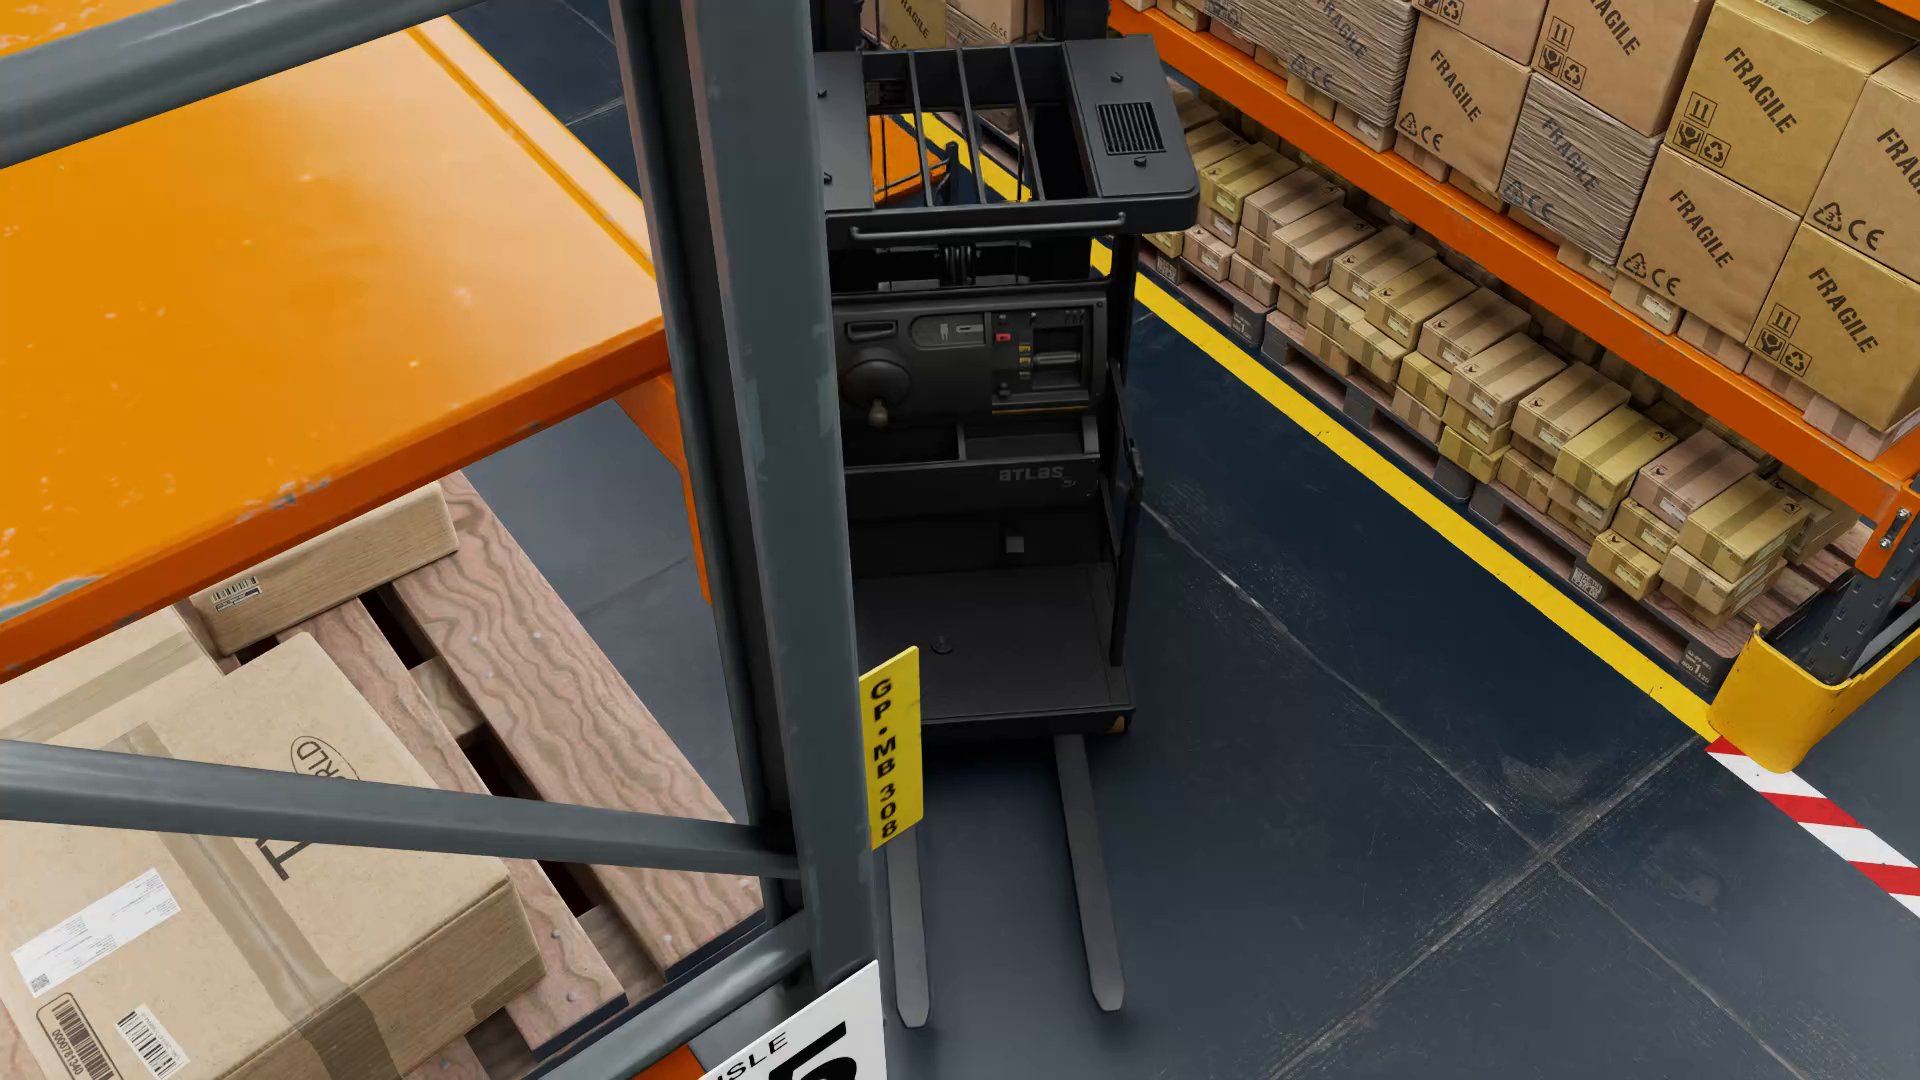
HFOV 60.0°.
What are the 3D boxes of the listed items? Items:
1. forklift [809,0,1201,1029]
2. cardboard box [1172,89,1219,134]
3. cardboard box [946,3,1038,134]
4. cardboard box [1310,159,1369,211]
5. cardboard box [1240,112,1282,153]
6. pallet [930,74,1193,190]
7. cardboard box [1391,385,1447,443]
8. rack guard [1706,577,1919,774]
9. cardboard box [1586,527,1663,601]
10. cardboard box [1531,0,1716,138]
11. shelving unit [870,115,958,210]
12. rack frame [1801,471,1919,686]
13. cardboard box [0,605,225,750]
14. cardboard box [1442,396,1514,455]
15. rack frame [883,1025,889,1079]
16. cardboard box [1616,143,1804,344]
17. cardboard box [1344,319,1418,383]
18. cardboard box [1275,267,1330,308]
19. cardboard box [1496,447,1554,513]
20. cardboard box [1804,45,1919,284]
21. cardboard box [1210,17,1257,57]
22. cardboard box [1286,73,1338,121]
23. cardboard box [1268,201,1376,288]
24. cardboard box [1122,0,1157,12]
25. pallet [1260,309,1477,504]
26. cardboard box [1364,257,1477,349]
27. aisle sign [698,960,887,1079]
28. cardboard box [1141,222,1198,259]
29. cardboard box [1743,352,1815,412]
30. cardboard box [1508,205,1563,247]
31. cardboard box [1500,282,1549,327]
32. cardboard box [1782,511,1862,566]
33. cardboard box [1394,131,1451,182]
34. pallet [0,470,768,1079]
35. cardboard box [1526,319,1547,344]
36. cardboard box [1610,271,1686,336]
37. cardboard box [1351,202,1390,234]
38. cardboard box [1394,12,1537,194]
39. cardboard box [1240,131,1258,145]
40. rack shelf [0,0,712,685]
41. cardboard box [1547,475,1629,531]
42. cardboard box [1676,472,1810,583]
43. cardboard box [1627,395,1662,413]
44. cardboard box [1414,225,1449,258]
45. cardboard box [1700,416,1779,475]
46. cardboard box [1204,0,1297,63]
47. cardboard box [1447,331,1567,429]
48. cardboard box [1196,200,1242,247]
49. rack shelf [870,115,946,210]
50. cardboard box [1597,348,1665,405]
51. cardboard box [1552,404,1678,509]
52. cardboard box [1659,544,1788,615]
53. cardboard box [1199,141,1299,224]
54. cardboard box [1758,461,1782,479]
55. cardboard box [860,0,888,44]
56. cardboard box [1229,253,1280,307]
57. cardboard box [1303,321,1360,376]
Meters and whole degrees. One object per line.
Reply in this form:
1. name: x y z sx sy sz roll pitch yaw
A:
1. forklift: 0.031 -0.478 5.204 1.130 2.935 3.031 -4 48 -3
2. cardboard box: 0.970 -1.911 7.696 0.380 0.149 0.250 -27 53 -23
3. cardboard box: 0.278 -2.448 8.348 0.500 0.500 0.500 -30 55 -25
4. cardboard box: 1.787 -1.650 7.459 0.380 0.149 0.250 -28 54 -23
5. cardboard box: 1.535 -1.981 7.759 0.380 0.149 0.250 -29 54 -24
6. pallet: 0.454 -2.345 8.733 1.003 0.211 1.213 -29 54 -24
7. cardboard box: 2.022 -0.598 6.907 0.380 0.149 0.250 -28 54 -23
8. rack guard: 3.303 0.330 6.113 1.175 0.500 0.348 -29 54 -24
9. cardboard box: 2.627 0.028 6.339 0.380 0.149 0.250 -28 54 -23
10. cardboard box: 2.245 -1.694 5.317 0.500 0.500 0.500 -27 53 -22
11. shelving unit: -0.517 -1.424 7.280 0.538 1.125 1.048 -28 54 -23
12. rack frame: 3.349 -0.465 5.146 1.000 3.000 0.127 -29 54 -24
13. cardboard box: -1.191 0.281 2.263 0.380 0.149 0.250 -33 56 -27
14. cardboard box: 2.162 -0.537 6.651 0.380 0.149 0.250 -29 54 -23
15. rack frame: -0.530 1.815 3.079 1.000 3.000 0.127 -29 54 -24
16. cardboard box: 2.564 -1.054 5.412 0.500 0.500 0.500 -30 55 -25
17. cardboard box: 1.833 -0.846 6.931 0.380 0.149 0.250 -29 54 -24
18. cardboard box: 1.601 -1.180 7.234 0.380 0.149 0.250 -27 53 -22
19. cardboard box: 2.376 -0.306 6.642 0.380 0.149 0.250 -29 54 -24
20. cardboard box: 2.873 -1.093 4.772 0.500 0.500 0.500 -30 55 -25
21. cardboard box: 1.256 -2.173 6.863 0.380 0.149 0.250 -32 55 -25
22. cardboard box: 1.517 -1.832 6.554 0.380 0.149 0.250 -28 54 -23
23. cardboard box: 1.547 -1.265 7.110 0.380 0.149 0.250 -28 54 -23
24. cardboard box: 0.838 -2.425 7.093 0.380 0.149 0.250 -28 53 -23
25. pallet: 2.104 -0.787 7.320 1.003 0.211 1.213 -29 54 -24
26. cardboard box: 1.896 -0.978 6.850 0.380 0.149 0.250 -29 54 -24
27. aisle sign: -0.256 0.854 2.195 0.394 0.787 0.004 -29 54 -24
28. cardboard box: 1.052 -1.491 7.717 0.380 0.149 0.250 -28 54 -23
29. cardboard box: 2.805 -0.610 5.446 0.380 0.149 0.250 -29 54 -24
30. cardboard box: 2.216 -1.245 6.023 0.380 0.149 0.250 -32 55 -25
31. cardboard box: 2.489 -1.077 6.940 0.380 0.149 0.250 -29 54 -23
32. cardboard box: 3.286 -0.101 6.457 0.380 0.149 0.250 -28 54 -23
33. cardboard box: 1.873 -1.533 6.284 0.380 0.149 0.250 -27 53 -23
34. pallet: -0.987 0.405 2.393 1.003 0.211 1.213 -29 54 -24
35. cardboard box: 2.394 -0.919 6.998 0.380 0.149 0.250 -27 53 -22
36. cardboard box: 2.469 -0.891 5.701 0.380 0.149 0.250 -28 54 -23
37. cardboard box: 1.964 -1.426 7.457 0.380 0.149 0.250 -28 54 -23
38. cardboard box: 1.956 -1.647 5.949 0.500 0.500 0.500 -27 53 -22
39. cardboard box: 1.544 -1.910 7.896 0.380 0.149 0.250 -32 55 -26
40. rack shelf: -1.741 -1.003 2.340 1.077 0.370 4.000 -29 54 -24
41. cardboard box: 2.486 -0.237 6.379 0.380 0.149 0.250 -32 55 -25
42. cardboard box: 2.826 -0.047 6.006 0.380 0.149 0.250 -29 54 -24
43. cardboard box: 2.827 -0.664 6.766 0.380 0.149 0.250 -28 54 -23
44. cardboard box: 2.197 -1.378 7.213 0.380 0.149 0.250 -31 55 -25
45. cardboard box: 3.039 -0.418 6.343 0.380 0.149 0.250 -28 54 -23
46. cardboard box: 1.331 -2.263 6.508 0.500 0.500 0.500 -29 54 -24
47. cardboard box: 2.149 -0.631 6.536 0.380 0.149 0.250 -28 53 -23
48. cardboard box: 1.292 -1.513 7.536 0.380 0.149 0.250 -30 54 -24
49. rack shelf: -0.517 -1.621 7.064 0.538 0.278 1.000 -28 54 -23
50. cardboard box: 2.772 -0.733 6.628 0.380 0.149 0.250 -32 55 -26
51. cardboard box: 2.462 -0.317 6.250 0.380 0.149 0.250 -31 55 -25
52. cardboard box: 2.802 0.068 6.102 0.380 0.149 0.250 -31 55 -25
53. cardboard box: 1.282 -1.595 7.409 0.380 0.149 0.250 -30 54 -24
54. cardboard box: 3.115 -0.359 6.490 0.380 0.149 0.250 -30 54 -24
55. cardboard box: -0.340 -3.056 8.898 0.500 0.500 0.500 -31 55 -25
56. cardboard box: 1.438 -1.241 7.490 0.380 0.149 0.250 -30 55 -25
57. cardboard box: 1.709 -0.901 7.182 0.380 0.149 0.250 -31 55 -25
